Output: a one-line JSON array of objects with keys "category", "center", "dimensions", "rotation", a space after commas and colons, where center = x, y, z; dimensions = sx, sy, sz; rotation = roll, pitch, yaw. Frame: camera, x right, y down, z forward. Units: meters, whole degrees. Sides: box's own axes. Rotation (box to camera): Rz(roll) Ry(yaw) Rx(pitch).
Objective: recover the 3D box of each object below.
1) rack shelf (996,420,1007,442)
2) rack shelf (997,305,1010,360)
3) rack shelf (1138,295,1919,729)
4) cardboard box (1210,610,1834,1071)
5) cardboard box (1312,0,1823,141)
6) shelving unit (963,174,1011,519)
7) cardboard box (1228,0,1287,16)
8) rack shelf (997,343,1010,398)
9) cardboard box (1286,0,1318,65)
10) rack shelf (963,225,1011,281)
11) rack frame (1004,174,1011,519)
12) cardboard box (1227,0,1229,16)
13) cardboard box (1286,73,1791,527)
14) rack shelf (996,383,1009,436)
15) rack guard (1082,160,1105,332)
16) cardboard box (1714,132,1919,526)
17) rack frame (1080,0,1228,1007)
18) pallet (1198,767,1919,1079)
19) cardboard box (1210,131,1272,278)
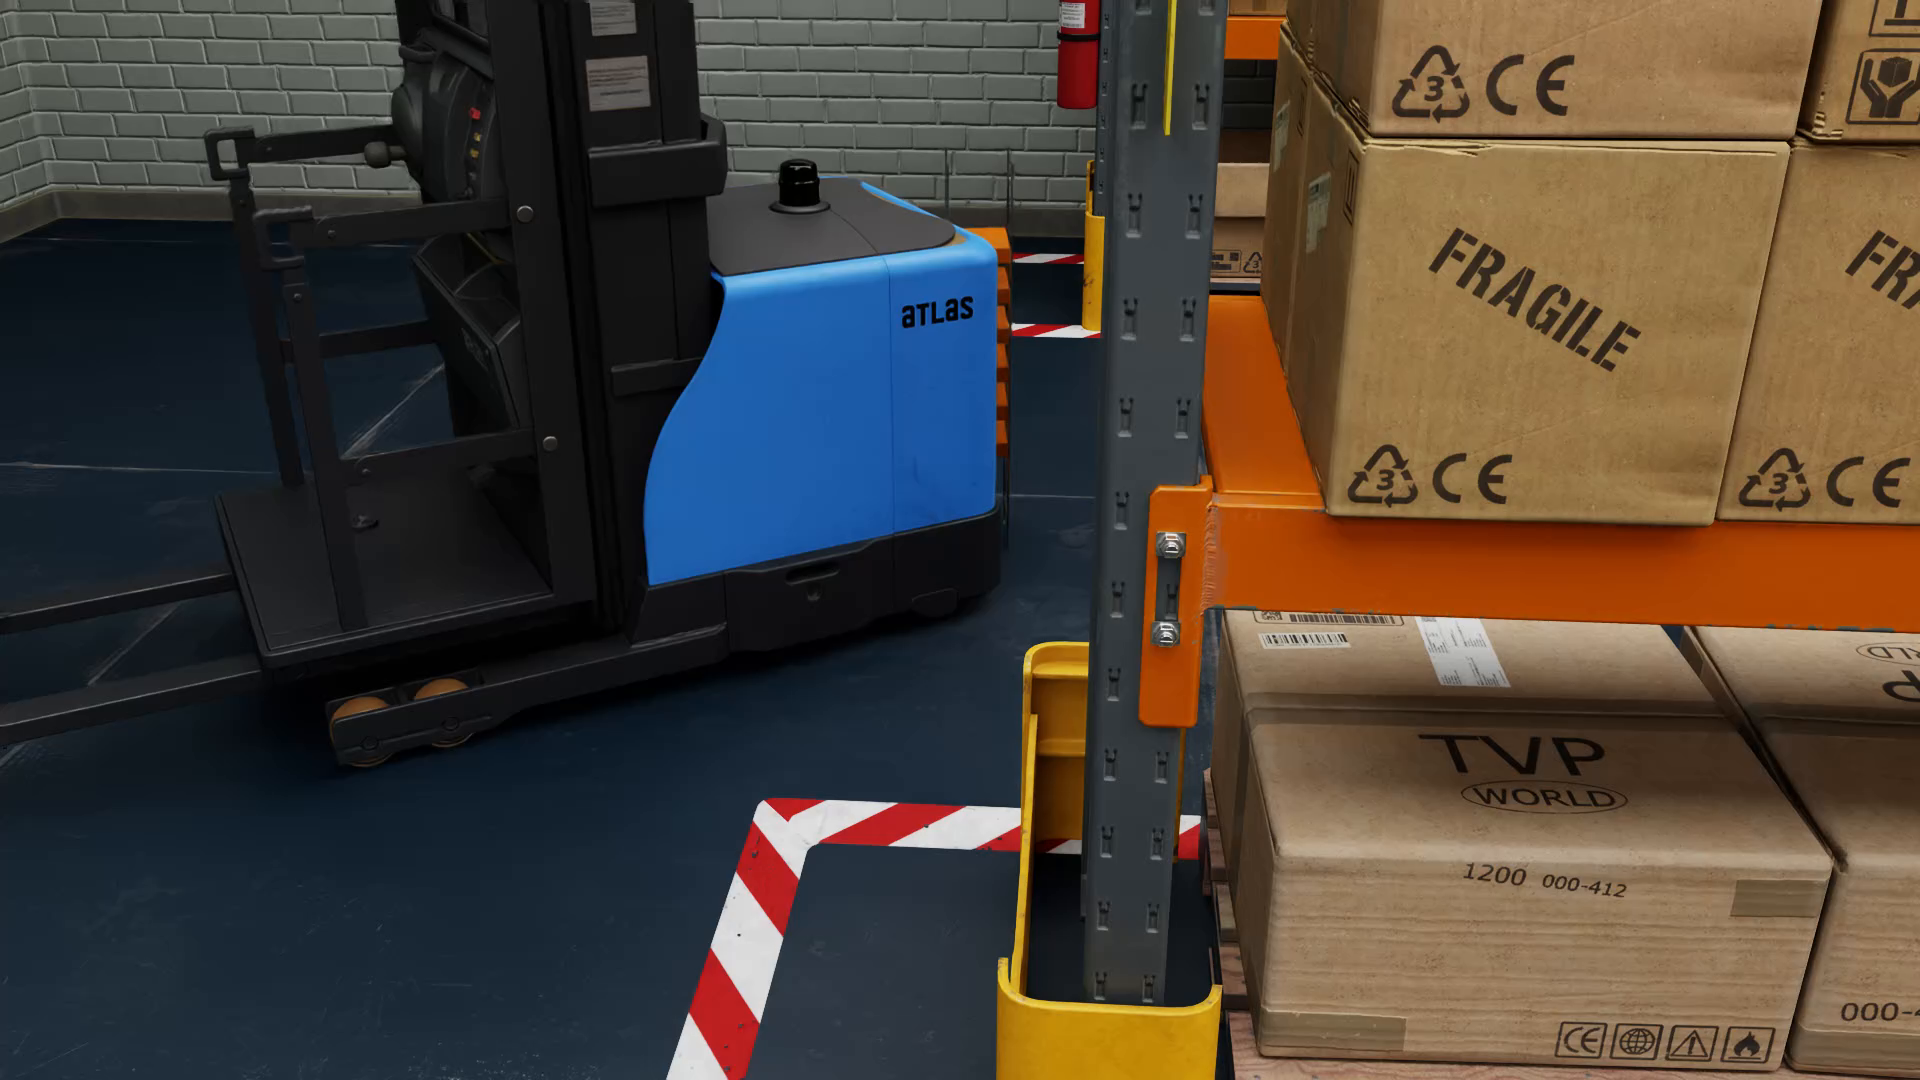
[{"category": "rack shelf", "center": [0.054, -0.326, 5.139], "dimensions": [0.171, 0.034, 0.221], "rotation": [-1, 25, -2]}, {"category": "rack shelf", "center": [0.054, -0.628, 5.000], "dimensions": [0.180, 0.103, 0.258], "rotation": [-1, 25, -2]}, {"category": "rack shelf", "center": [2.289, -0.051, 2.632], "dimensions": [4.000, 0.370, 1.077], "rotation": [2, 25, 4]}, {"category": "cardboard box", "center": [0.960, 0.511, 3.113], "dimensions": [0.875, 0.438, 0.875], "rotation": [1, 25, 2]}, {"category": "cardboard box", "center": [0.752, -0.807, 2.100], "dimensions": [0.500, 0.500, 0.500], "rotation": [1, 25, 3]}, {"category": "shelving unit", "center": [0.055, -0.560, 5.031], "dimensions": [0.183, 1.046, 0.258], "rotation": [-1, 25, -2]}, {"category": "cardboard box", "center": [1.235, -2.283, 6.923], "dimensions": [0.250, 0.149, 0.380], "rotation": [2, 25, 5]}, {"category": "rack shelf", "center": [0.054, -0.519, 5.050], "dimensions": [0.180, 0.103, 0.258], "rotation": [-1, 25, -2]}, {"category": "cardboard box", "center": [0.794, -1.025, 2.573], "dimensions": [0.500, 0.500, 0.500], "rotation": [3, 25, 6]}, {"category": "rack shelf", "center": [0.054, -0.846, 4.899], "dimensions": [0.180, 0.103, 0.258], "rotation": [-1, 25, -2]}, {"category": "rack frame", "center": [0.145, -0.561, 5.034], "dimensions": [0.002, 1.046, 0.228], "rotation": [-1, 25, -2]}, {"category": "cardboard box", "center": [0.978, -2.271, 6.898], "dimensions": [0.250, 0.149, 0.380], "rotation": [2, 25, 4]}, {"category": "cardboard box", "center": [0.751, -0.352, 2.307], "dimensions": [0.500, 0.500, 0.500], "rotation": [2, 25, 4]}, {"category": "rack shelf", "center": [0.054, -0.410, 5.100], "dimensions": [0.180, 0.103, 0.258], "rotation": [-1, 25, -2]}, {"category": "rack guard", "center": [0.747, -1.372, 7.634], "dimensions": [0.348, 0.500, 1.175], "rotation": [2, 25, 4]}, {"category": "cardboard box", "center": [1.258, -0.347, 2.297], "dimensions": [0.500, 0.500, 0.500], "rotation": [1, 25, 3]}, {"category": "rack frame", "center": [0.295, -0.441, 2.621], "dimensions": [0.127, 3.000, 1.000], "rotation": [2, 25, 4]}, {"category": "pallet", "center": [1.098, 0.818, 3.219], "dimensions": [1.213, 0.211, 1.003], "rotation": [2, 25, 4]}, {"category": "cardboard box", "center": [1.274, -1.508, 7.423], "dimensions": [0.637, 0.503, 0.797], "rotation": [1, 25, 2]}]
